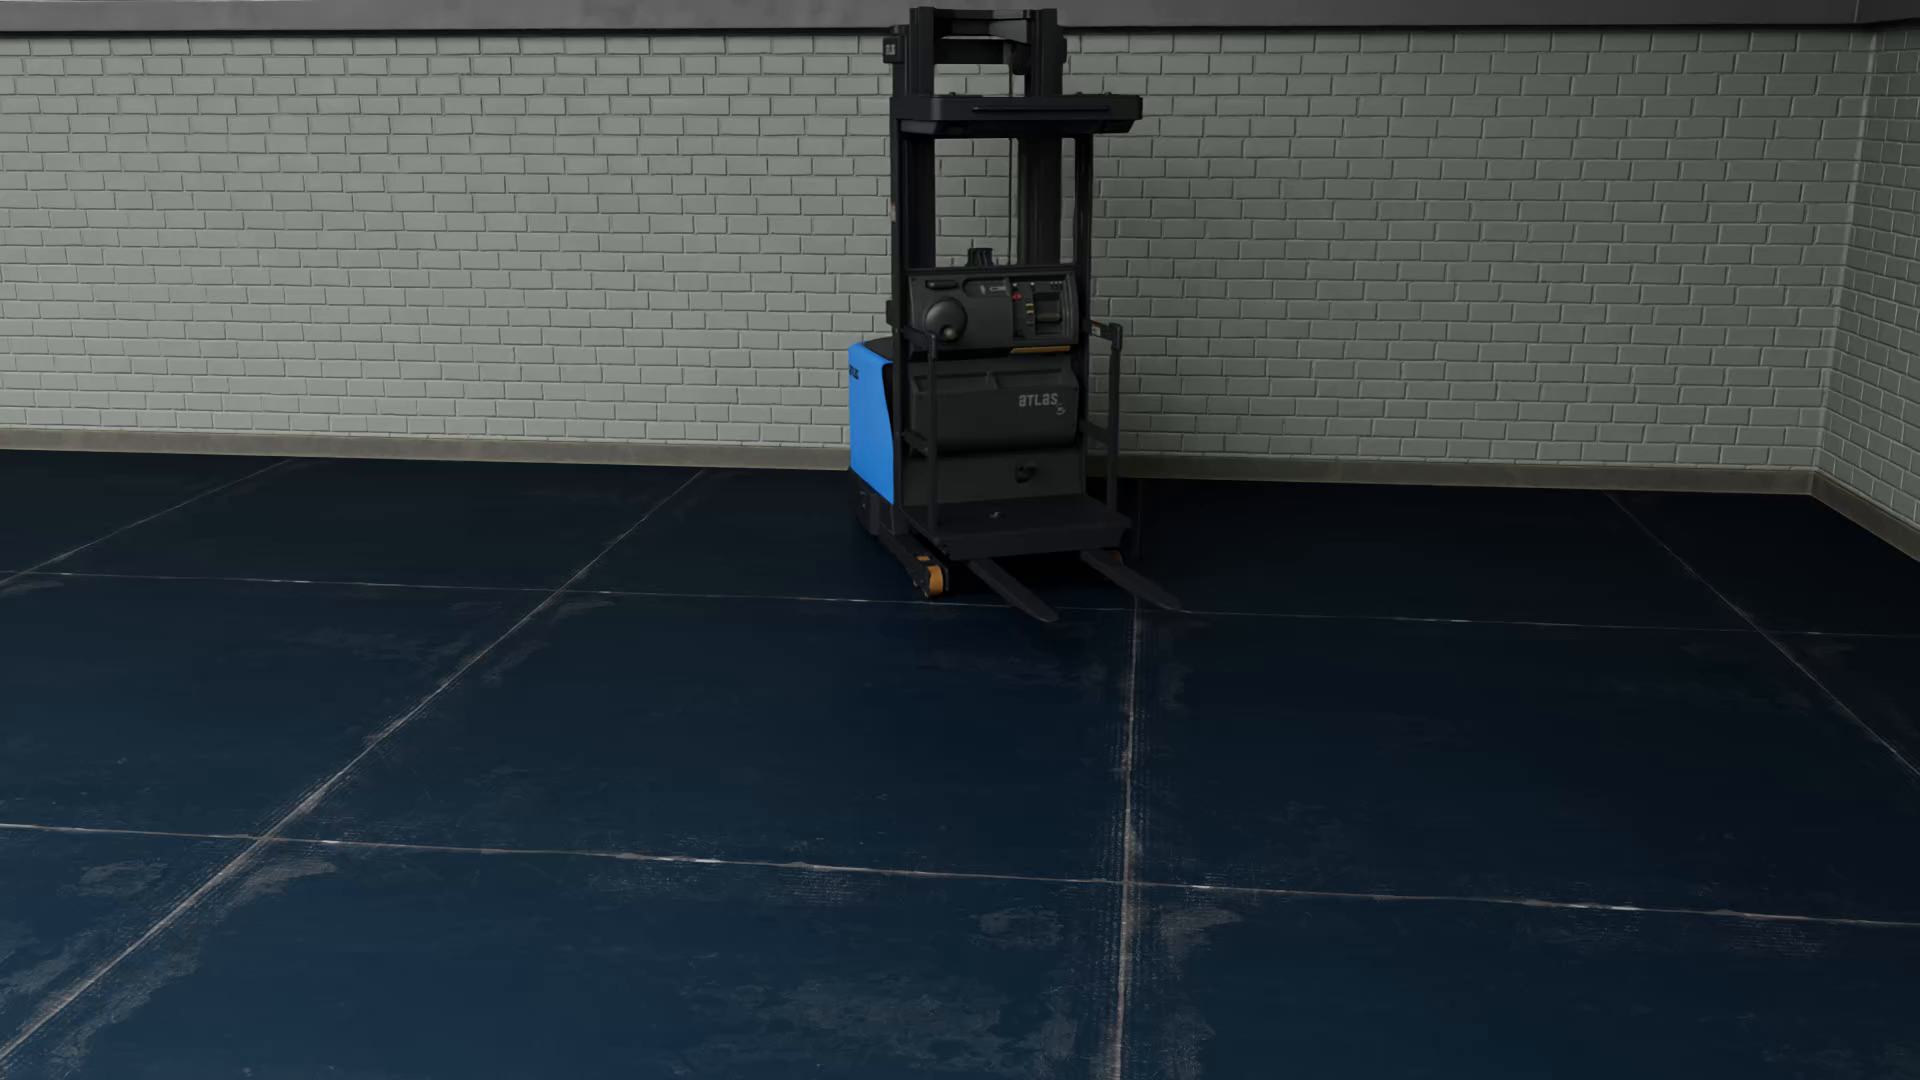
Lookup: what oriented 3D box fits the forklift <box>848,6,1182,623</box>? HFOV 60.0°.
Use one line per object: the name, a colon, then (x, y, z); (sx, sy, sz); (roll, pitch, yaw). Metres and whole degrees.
forklift: (0.249, -1.238, 8.624); (1.130, 2.935, 3.031); (-5, 16, -17)
